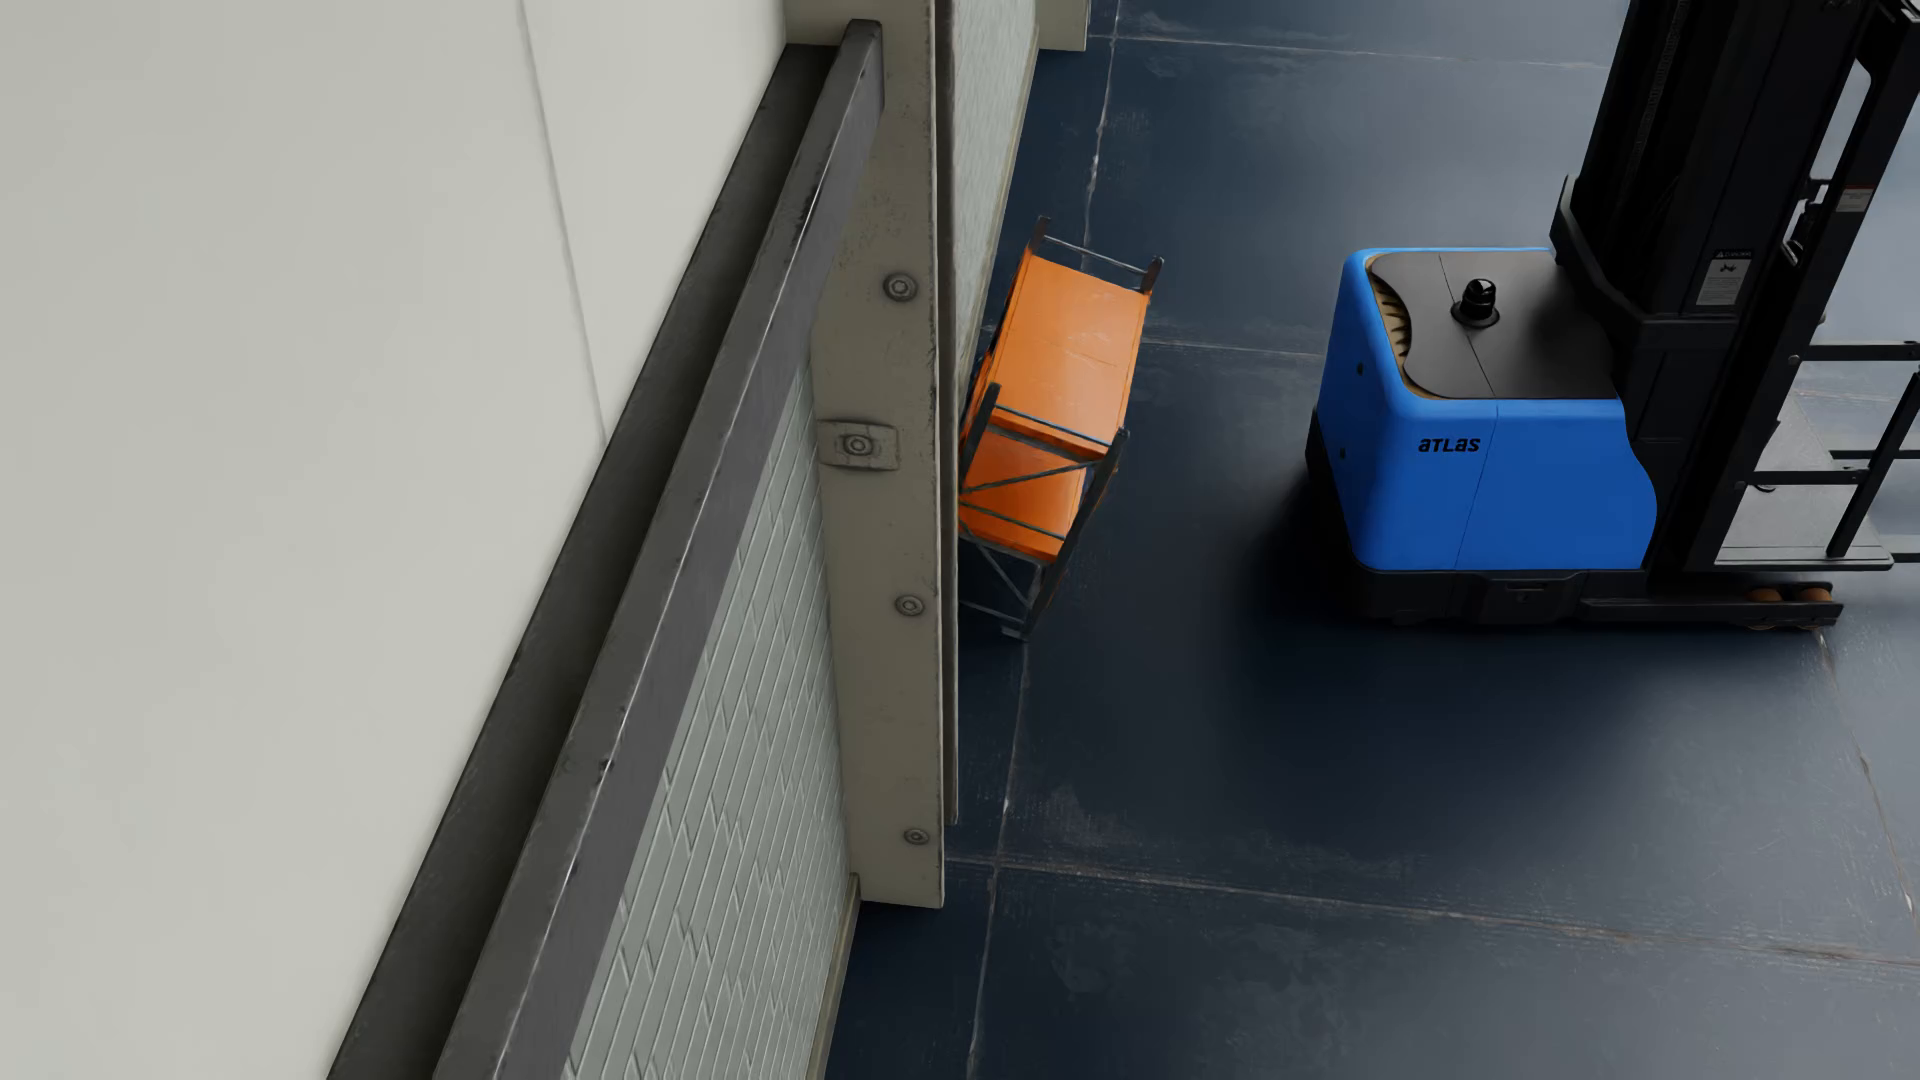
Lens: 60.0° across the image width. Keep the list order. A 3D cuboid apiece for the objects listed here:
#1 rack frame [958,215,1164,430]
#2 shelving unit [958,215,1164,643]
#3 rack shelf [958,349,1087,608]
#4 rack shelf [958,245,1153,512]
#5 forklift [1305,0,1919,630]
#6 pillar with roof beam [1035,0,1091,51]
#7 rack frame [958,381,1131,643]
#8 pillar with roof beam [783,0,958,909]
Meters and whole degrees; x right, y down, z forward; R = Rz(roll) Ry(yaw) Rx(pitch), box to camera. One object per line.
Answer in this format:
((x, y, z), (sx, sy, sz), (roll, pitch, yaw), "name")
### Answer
((0.380, -0.763, 6.645), (0.500, 1.125, 0.032), (19, 45, -3), "rack frame")
((0.281, -0.416, 6.287), (0.538, 1.125, 1.048), (19, 45, -3), "shelving unit")
((0.215, -0.257, 6.460), (0.538, 0.278, 1.000), (19, 45, -3), "rack shelf")
((0.359, -0.607, 6.080), (0.538, 0.278, 1.000), (19, 45, -3), "rack shelf")
((2.975, -1.086, 5.765), (3.031, 2.935, 1.130), (0, 43, 0), "forklift")
((4.875, -5.902, 6.438), (9.100, 9.000, 0.400), (5, 44, 6), "pillar with roof beam")
((0.181, -0.069, 5.929), (0.500, 1.125, 0.032), (19, 45, -3), "rack frame")
((4.082, -1.812, 2.119), (9.100, 9.000, 0.400), (5, 44, 6), "pillar with roof beam")
